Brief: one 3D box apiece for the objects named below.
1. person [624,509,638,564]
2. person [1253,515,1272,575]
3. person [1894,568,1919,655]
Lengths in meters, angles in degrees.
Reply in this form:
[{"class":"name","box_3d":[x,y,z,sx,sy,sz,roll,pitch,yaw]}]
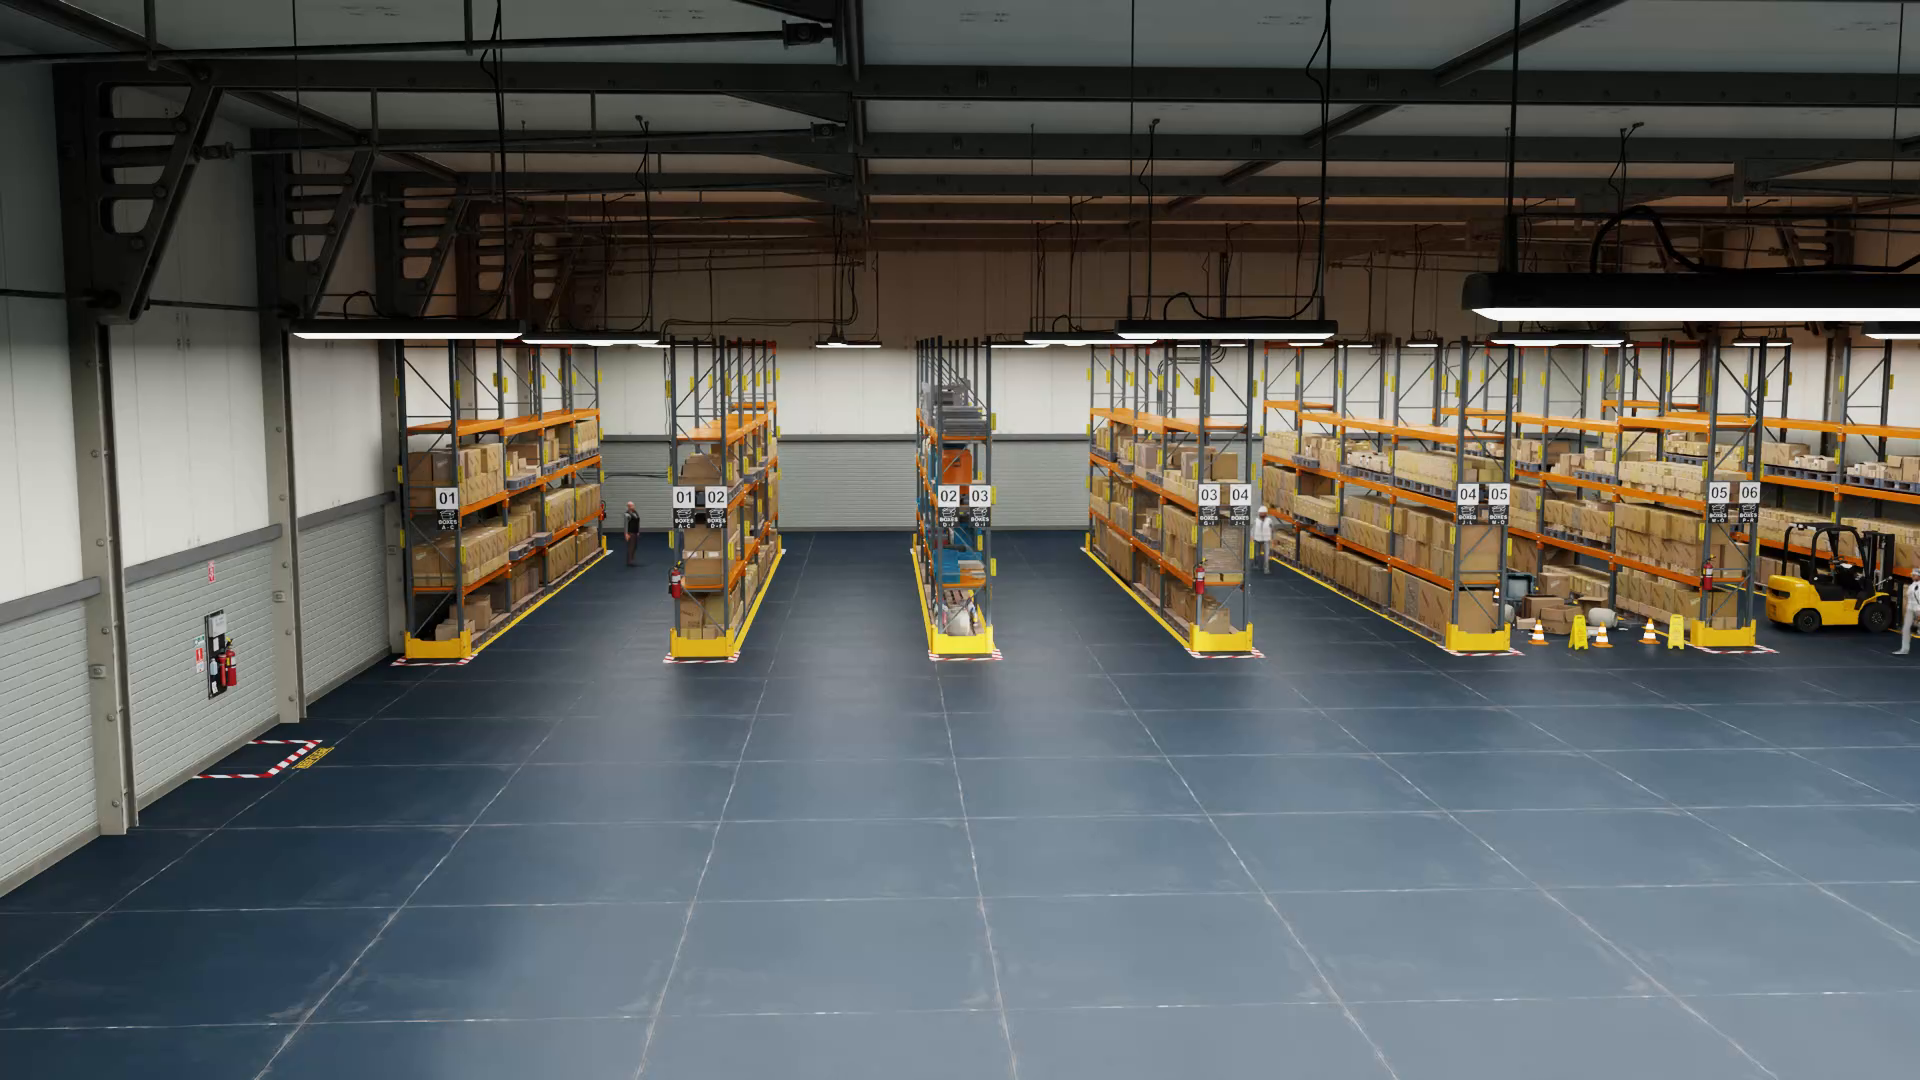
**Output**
[{"class":"person","box_3d":[-8.713,-0.100,44.255,0.354,1.475,0.542,0,6,1]},{"class":"person","box_3d":[7.803,0.112,42.882,0.454,1.514,1.008,0,6,2]},{"class":"person","box_3d":[18.075,1.339,31.333,0.874,1.652,0.428,-2,7,-21]}]
